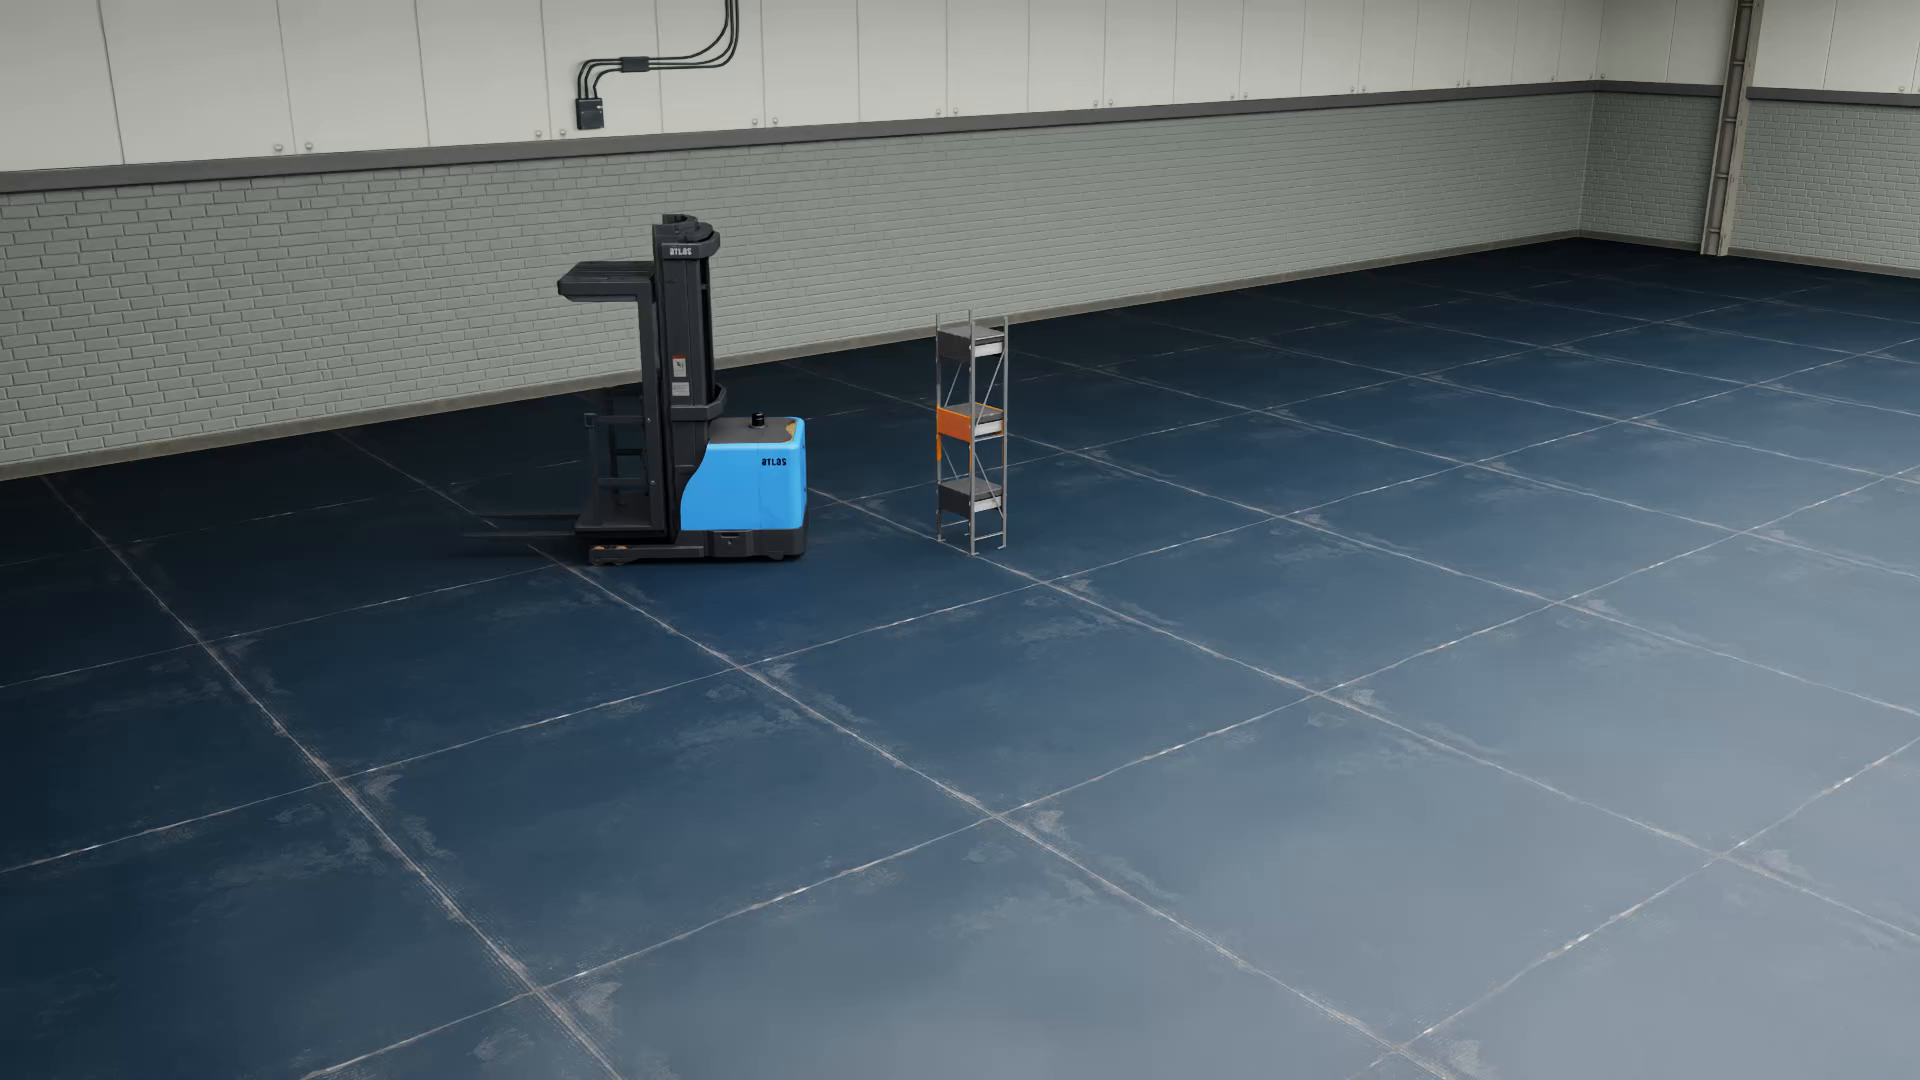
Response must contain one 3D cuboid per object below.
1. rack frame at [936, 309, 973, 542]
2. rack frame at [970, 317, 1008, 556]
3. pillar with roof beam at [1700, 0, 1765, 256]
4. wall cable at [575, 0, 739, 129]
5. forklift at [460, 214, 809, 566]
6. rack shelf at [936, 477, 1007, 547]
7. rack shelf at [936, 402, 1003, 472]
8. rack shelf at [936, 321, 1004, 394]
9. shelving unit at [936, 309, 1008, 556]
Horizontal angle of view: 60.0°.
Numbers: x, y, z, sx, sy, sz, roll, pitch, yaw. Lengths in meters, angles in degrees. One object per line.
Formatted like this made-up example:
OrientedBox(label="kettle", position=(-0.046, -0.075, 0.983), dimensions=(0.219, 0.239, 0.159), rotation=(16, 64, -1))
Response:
OrientedBox(label="rack frame", position=(-0.049, -1.016, 14.978), dimensions=(0.400, 2.100, 0.015), rotation=(-14, 23, -36))
OrientedBox(label="rack frame", position=(0.254, -0.896, 14.615), dimensions=(0.400, 2.100, 0.015), rotation=(-14, 23, -36))
OrientedBox(label="pillar with roof beam", position=(10.992, -8.875, 27.738), dimensions=(9.100, 9.000, 0.400), rotation=(-14, 23, -36))
OrientedBox(label="wall cable", position=(-3.666, -8.015, 19.730), dimensions=(2.305, 6.003, 0.169), rotation=(-14, 23, -36))
OrientedBox(label="forklift", position=(-2.909, -1.337, 14.626), dimensions=(3.031, 2.935, 1.130), rotation=(-1, 18, -2))
OrientedBox(label="rack shelf", position=(0.103, -0.279, 15.021), dimensions=(0.431, 0.518, 0.480), rotation=(-14, 23, -36))
OrientedBox(label="rack shelf", position=(0.103, -0.943, 14.801), dimensions=(0.431, 0.518, 0.480), rotation=(-14, 23, -36))
OrientedBox(label="rack shelf", position=(0.103, -1.608, 14.581), dimensions=(0.431, 0.518, 0.480), rotation=(-14, 23, -36))
OrientedBox(label="shelving unit", position=(0.103, -0.956, 14.797), dimensions=(0.431, 2.100, 0.503), rotation=(-14, 23, -36))
